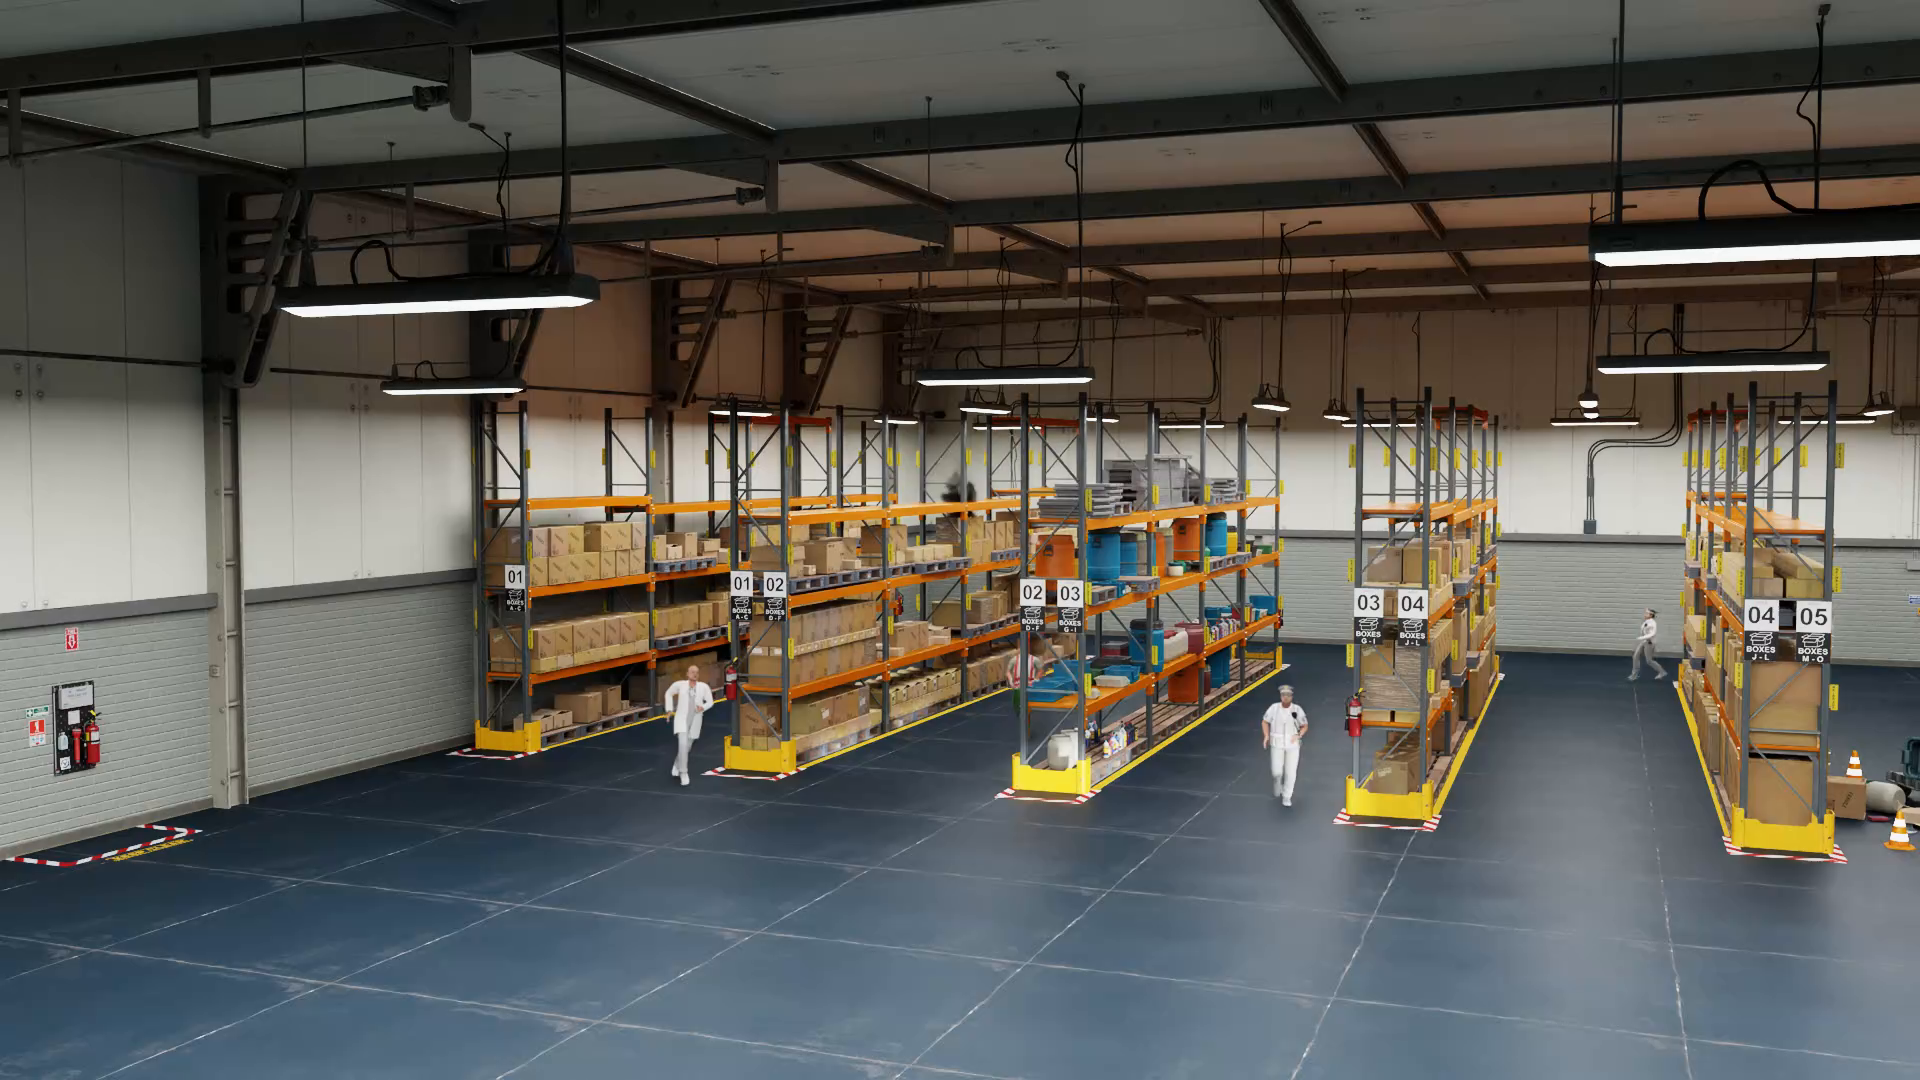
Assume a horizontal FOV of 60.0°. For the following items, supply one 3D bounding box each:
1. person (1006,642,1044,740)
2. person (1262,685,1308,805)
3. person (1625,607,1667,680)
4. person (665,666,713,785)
[{"bbox_3d":[1.152,2.662,29.717,0.667,1.763,0.852,0,3,7],"label":"person"},{"bbox_3d":[4.701,2.964,24.072,0.663,1.739,0.595,1,3,13],"label":"person"},{"bbox_3d":[15.500,2.354,37.519,0.853,1.689,0.643,0,3,8],"label":"person"},{"bbox_3d":[-4.192,2.847,25.889,0.716,1.768,0.986,-1,3,-21],"label":"person"}]
